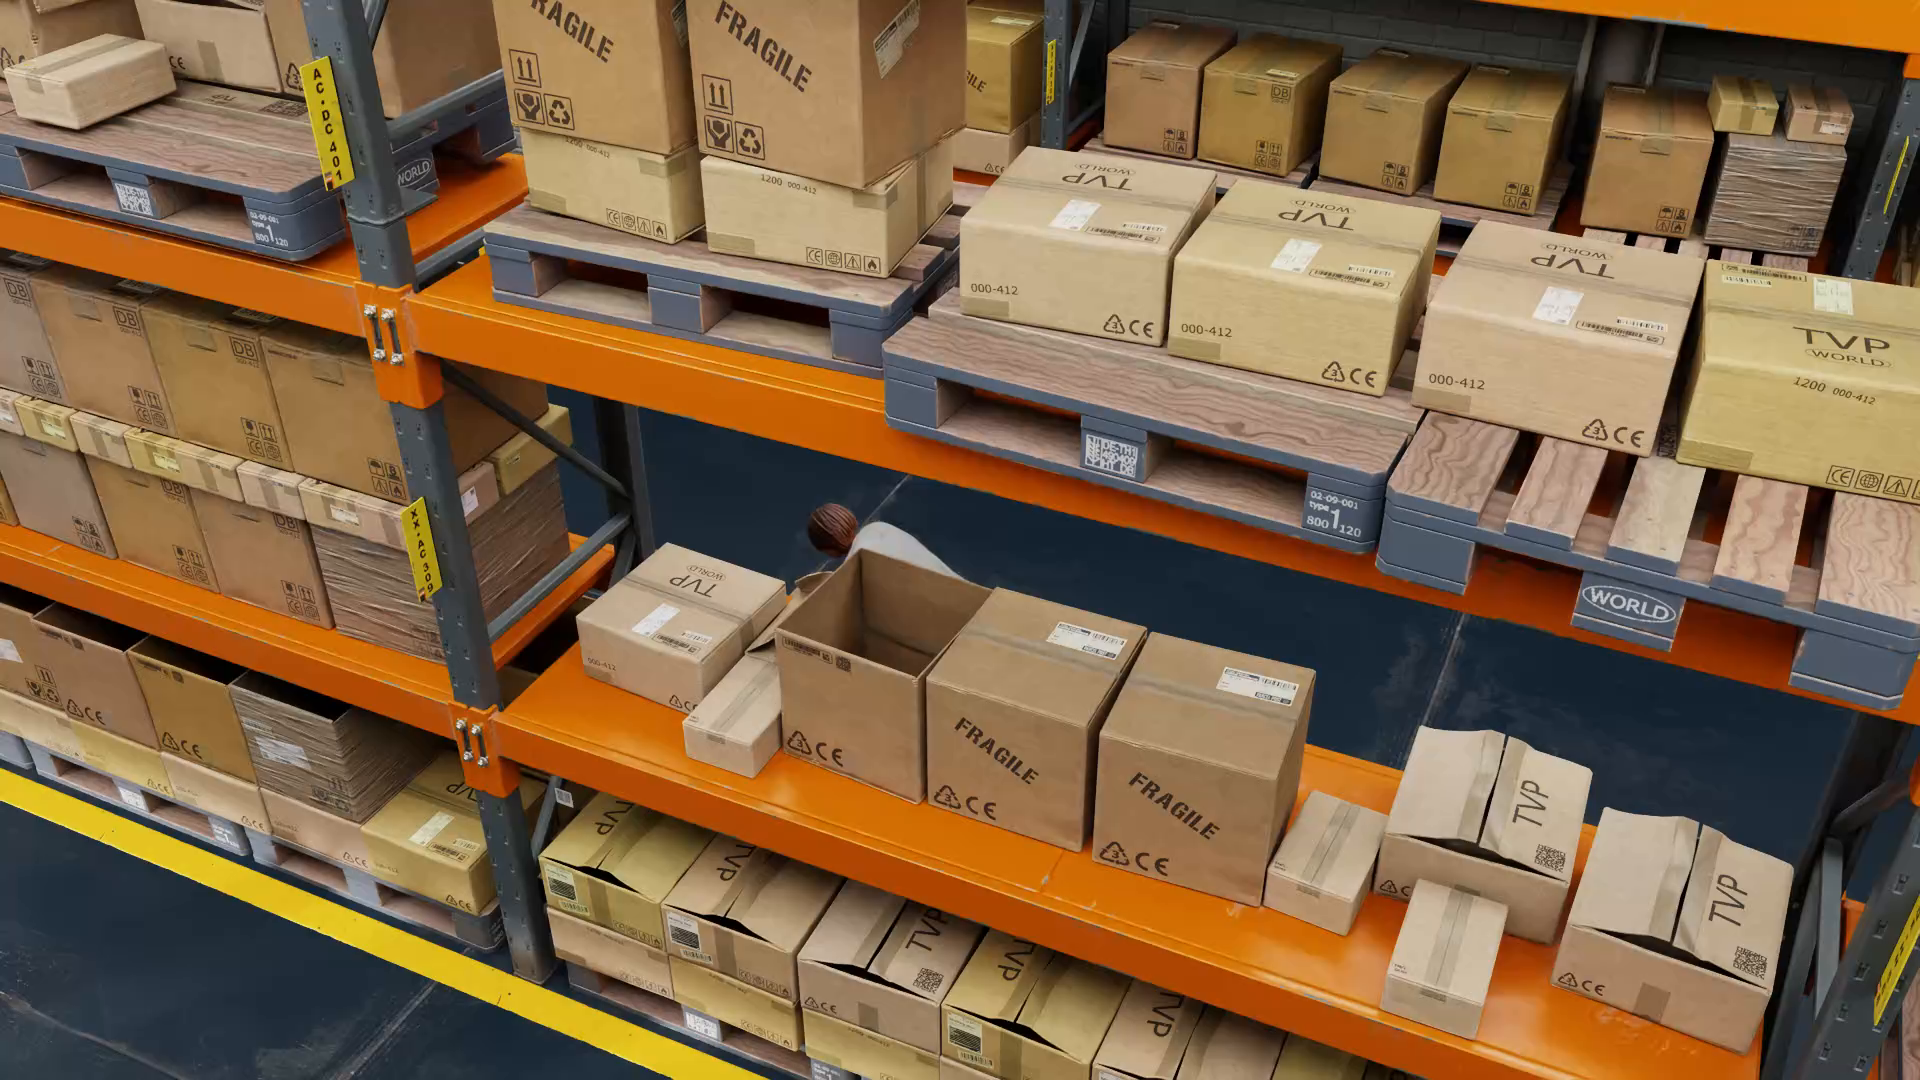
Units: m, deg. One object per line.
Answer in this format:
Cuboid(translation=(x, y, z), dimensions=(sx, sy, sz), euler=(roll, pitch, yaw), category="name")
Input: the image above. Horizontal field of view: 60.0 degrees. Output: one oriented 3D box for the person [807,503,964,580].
Cuboid(translation=(-0.284, 0.325, 7.209), dimensions=(0.765, 0.997, 0.453), euler=(14, 37, 20), category="person")
